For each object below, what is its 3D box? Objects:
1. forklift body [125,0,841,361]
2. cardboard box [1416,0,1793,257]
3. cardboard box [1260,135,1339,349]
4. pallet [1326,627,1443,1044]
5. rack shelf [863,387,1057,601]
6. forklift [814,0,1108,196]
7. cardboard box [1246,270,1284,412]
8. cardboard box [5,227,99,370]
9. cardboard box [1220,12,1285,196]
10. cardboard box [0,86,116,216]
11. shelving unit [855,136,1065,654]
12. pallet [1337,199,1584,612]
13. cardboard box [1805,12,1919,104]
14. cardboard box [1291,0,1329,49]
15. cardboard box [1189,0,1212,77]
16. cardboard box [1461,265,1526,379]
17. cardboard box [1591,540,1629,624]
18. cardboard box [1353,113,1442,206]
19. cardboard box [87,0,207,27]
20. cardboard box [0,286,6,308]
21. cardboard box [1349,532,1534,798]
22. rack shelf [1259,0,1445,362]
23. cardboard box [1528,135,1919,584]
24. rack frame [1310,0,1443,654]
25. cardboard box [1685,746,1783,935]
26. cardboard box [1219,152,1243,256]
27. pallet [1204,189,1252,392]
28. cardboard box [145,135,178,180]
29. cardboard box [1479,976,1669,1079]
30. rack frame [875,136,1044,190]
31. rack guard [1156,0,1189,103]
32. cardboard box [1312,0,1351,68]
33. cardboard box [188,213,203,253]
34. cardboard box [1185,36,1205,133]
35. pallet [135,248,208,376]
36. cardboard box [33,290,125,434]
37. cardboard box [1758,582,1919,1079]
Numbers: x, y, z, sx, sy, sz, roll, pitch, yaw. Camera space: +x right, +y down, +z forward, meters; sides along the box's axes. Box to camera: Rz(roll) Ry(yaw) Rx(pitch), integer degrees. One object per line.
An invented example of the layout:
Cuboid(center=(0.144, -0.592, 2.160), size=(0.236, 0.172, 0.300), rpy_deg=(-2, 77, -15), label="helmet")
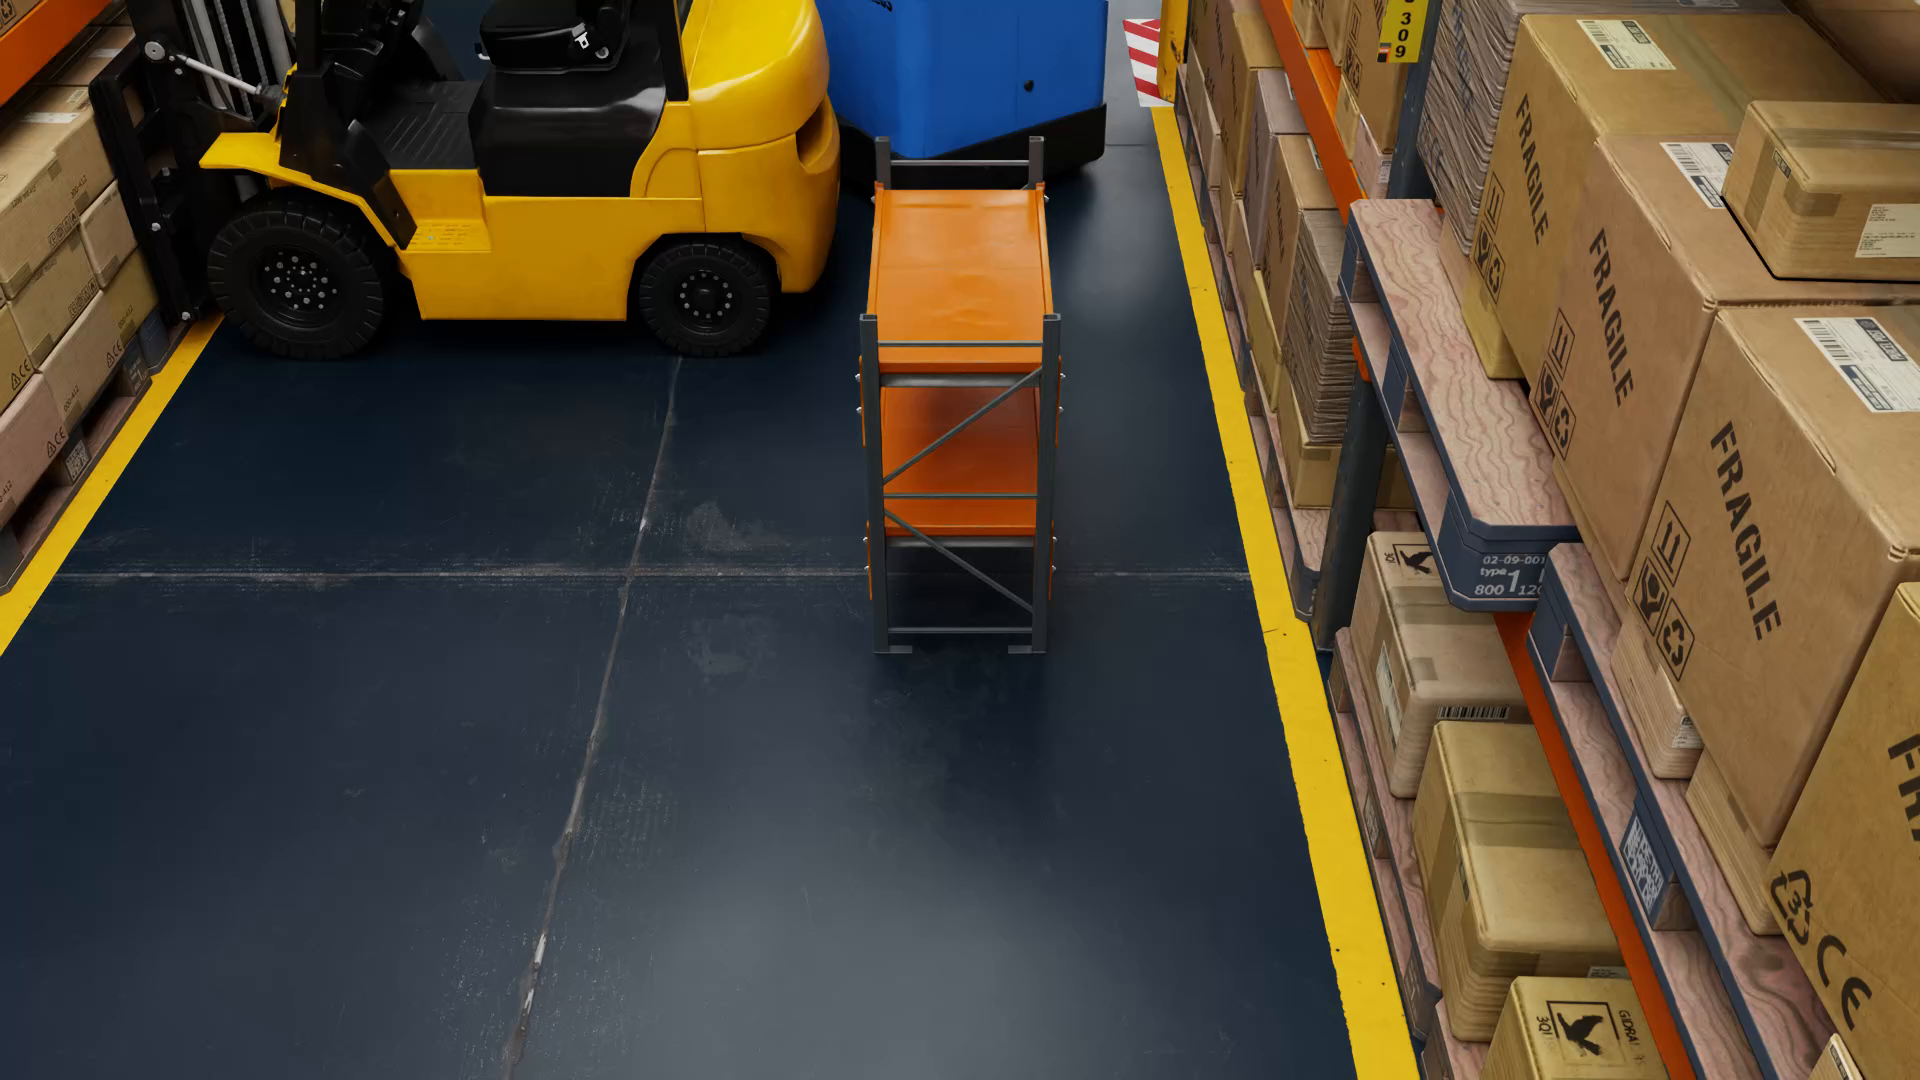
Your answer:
Cuboid(center=(-1.604, -1.859, 5.849), size=(2.313, 2.155, 1.214), rpy_deg=(0, 39, 0), label="forklift body")
Cuboid(center=(1.251, -0.904, 3.326), size=(0.500, 0.500, 0.500), rpy_deg=(1, 39, 1), label="cardboard box")
Cuboid(center=(1.266, -0.950, 5.300), size=(0.500, 0.500, 0.500), rpy_deg=(1, 39, 1), label="cardboard box")
Cuboid(center=(1.540, 0.696, 4.212), size=(1.003, 0.211, 1.213), rpy_deg=(0, 39, 0), label="pallet")
Cuboid(center=(0.000, -0.244, 5.046), size=(0.538, 0.278, 1.000), rpy_deg=(0, 39, 0), label="rack shelf")
Cuboid(center=(-0.623, -3.357, 7.095), size=(1.130, 2.935, 3.031), rpy_deg=(-23, 44, -26), label="forklift")
Cuboid(center=(1.257, -0.672, 5.553), size=(0.500, 0.250, 0.500), rpy_deg=(-1, 39, -1), label="cardboard box")
Cuboid(center=(-3.121, -0.777, 5.284), size=(0.500, 0.250, 0.500), rpy_deg=(0, 39, 0), label="cardboard box")
Cuboid(center=(1.255, -1.604, 6.116), size=(0.500, 0.500, 0.500), rpy_deg=(1, 39, 1), label="cardboard box")
Cuboid(center=(-3.116, -1.288, 5.521), size=(0.500, 0.250, 0.500), rpy_deg=(1, 39, 1), label="cardboard box")
Cuboid(center=(0.000, -0.435, 4.893), size=(0.538, 1.125, 1.048), rpy_deg=(0, 39, 0), label="shelving unit")
Cuboid(center=(1.393, -0.326, 3.411), size=(1.003, 0.211, 1.213), rpy_deg=(0, 39, 0), label="pallet")
Cuboid(center=(1.769, -0.599, 2.945), size=(0.500, 0.500, 0.500), rpy_deg=(0, 39, 0), label="cardboard box")
Cuboid(center=(1.228, -1.617, 5.070), size=(0.380, 0.149, 0.250), rpy_deg=(-1, 39, -1), label="cardboard box")
Cuboid(center=(1.258, -2.244, 6.915), size=(0.500, 0.500, 0.500), rpy_deg=(-1, 39, -2), label="cardboard box")
Cuboid(center=(1.213, -0.443, 3.269), size=(0.380, 0.149, 0.250), rpy_deg=(1, 39, 1), label="cardboard box")
Cuboid(center=(1.247, 0.050, 2.654), size=(0.380, 0.149, 0.250), rpy_deg=(0, 39, 0), label="cardboard box")
Cuboid(center=(1.232, -0.982, 4.277), size=(0.380, 0.149, 0.250), rpy_deg=(0, 39, -1), label="cardboard box")
Cuboid(center=(-3.102, -1.933, 6.327), size=(0.500, 0.250, 0.500), rpy_deg=(0, 39, 1), label="cardboard box")
Cuboid(center=(-3.113, -0.657, 4.734), size=(0.500, 0.250, 0.500), rpy_deg=(-1, 39, -1), label="cardboard box")
Cuboid(center=(1.540, 0.311, 4.229), size=(0.950, 0.372, 0.625), rpy_deg=(0, 39, 1), label="cardboard box")
Cuboid(center=(1.535, -1.849, 5.734), size=(1.077, 0.370, 4.000), rpy_deg=(0, 39, 0), label="rack shelf")
Cuboid(center=(1.239, -0.282, 2.550), size=(0.500, 0.500, 0.500), rpy_deg=(0, 39, 0), label="cardboard box")
Cuboid(center=(1.537, -0.879, 3.948), size=(1.000, 3.000, 0.127), rpy_deg=(0, 39, 0), label="rack frame")
Cuboid(center=(1.225, 0.383, 2.238), size=(0.380, 0.149, 0.250), rpy_deg=(-1, 39, -1), label="cardboard box")
Cuboid(center=(1.263, -1.306, 6.344), size=(0.500, 0.250, 0.500), rpy_deg=(2, 39, 3), label="cardboard box")
Cuboid(center=(1.497, -0.975, 6.298), size=(1.003, 0.211, 1.213), rpy_deg=(0, 39, 0), label="pallet")
Cuboid(center=(-3.109, -1.407, 6.070), size=(0.500, 0.250, 0.500), rpy_deg=(0, 39, 0), label="cardboard box")
Cuboid(center=(1.547, 1.195, 3.125), size=(0.950, 0.372, 0.625), rpy_deg=(1, 39, 1), label="cardboard box")
Cuboid(center=(-0.001, -0.753, 5.290), size=(0.500, 1.125, 0.032), rpy_deg=(0, 39, 0), label="rack frame")
Cuboid(center=(1.533, -2.357, 7.792), size=(1.175, 0.500, 0.348), rpy_deg=(0, 39, 0), label="rack guard")
Cuboid(center=(1.281, -1.633, 4.572), size=(0.500, 0.500, 0.500), rpy_deg=(1, 39, 1), label="cardboard box")
Cuboid(center=(-3.109, -1.223, 6.240), size=(0.500, 0.250, 0.500), rpy_deg=(1, 39, 1), label="cardboard box")
Cuboid(center=(1.257, -1.966, 7.168), size=(0.500, 0.250, 0.500), rpy_deg=(0, 39, 0), label="cardboard box")
Cuboid(center=(-3.390, -1.047, 6.388), size=(1.003, 0.211, 1.213), rpy_deg=(0, 39, 0), label="pallet")
Cuboid(center=(-3.112, -0.584, 5.443), size=(0.500, 0.250, 0.500), rpy_deg=(-1, 39, -1), label="cardboard box")
Cuboid(center=(1.250, 0.381, 1.723), size=(0.500, 0.500, 0.500), rpy_deg=(-3, 39, -3), label="cardboard box")
